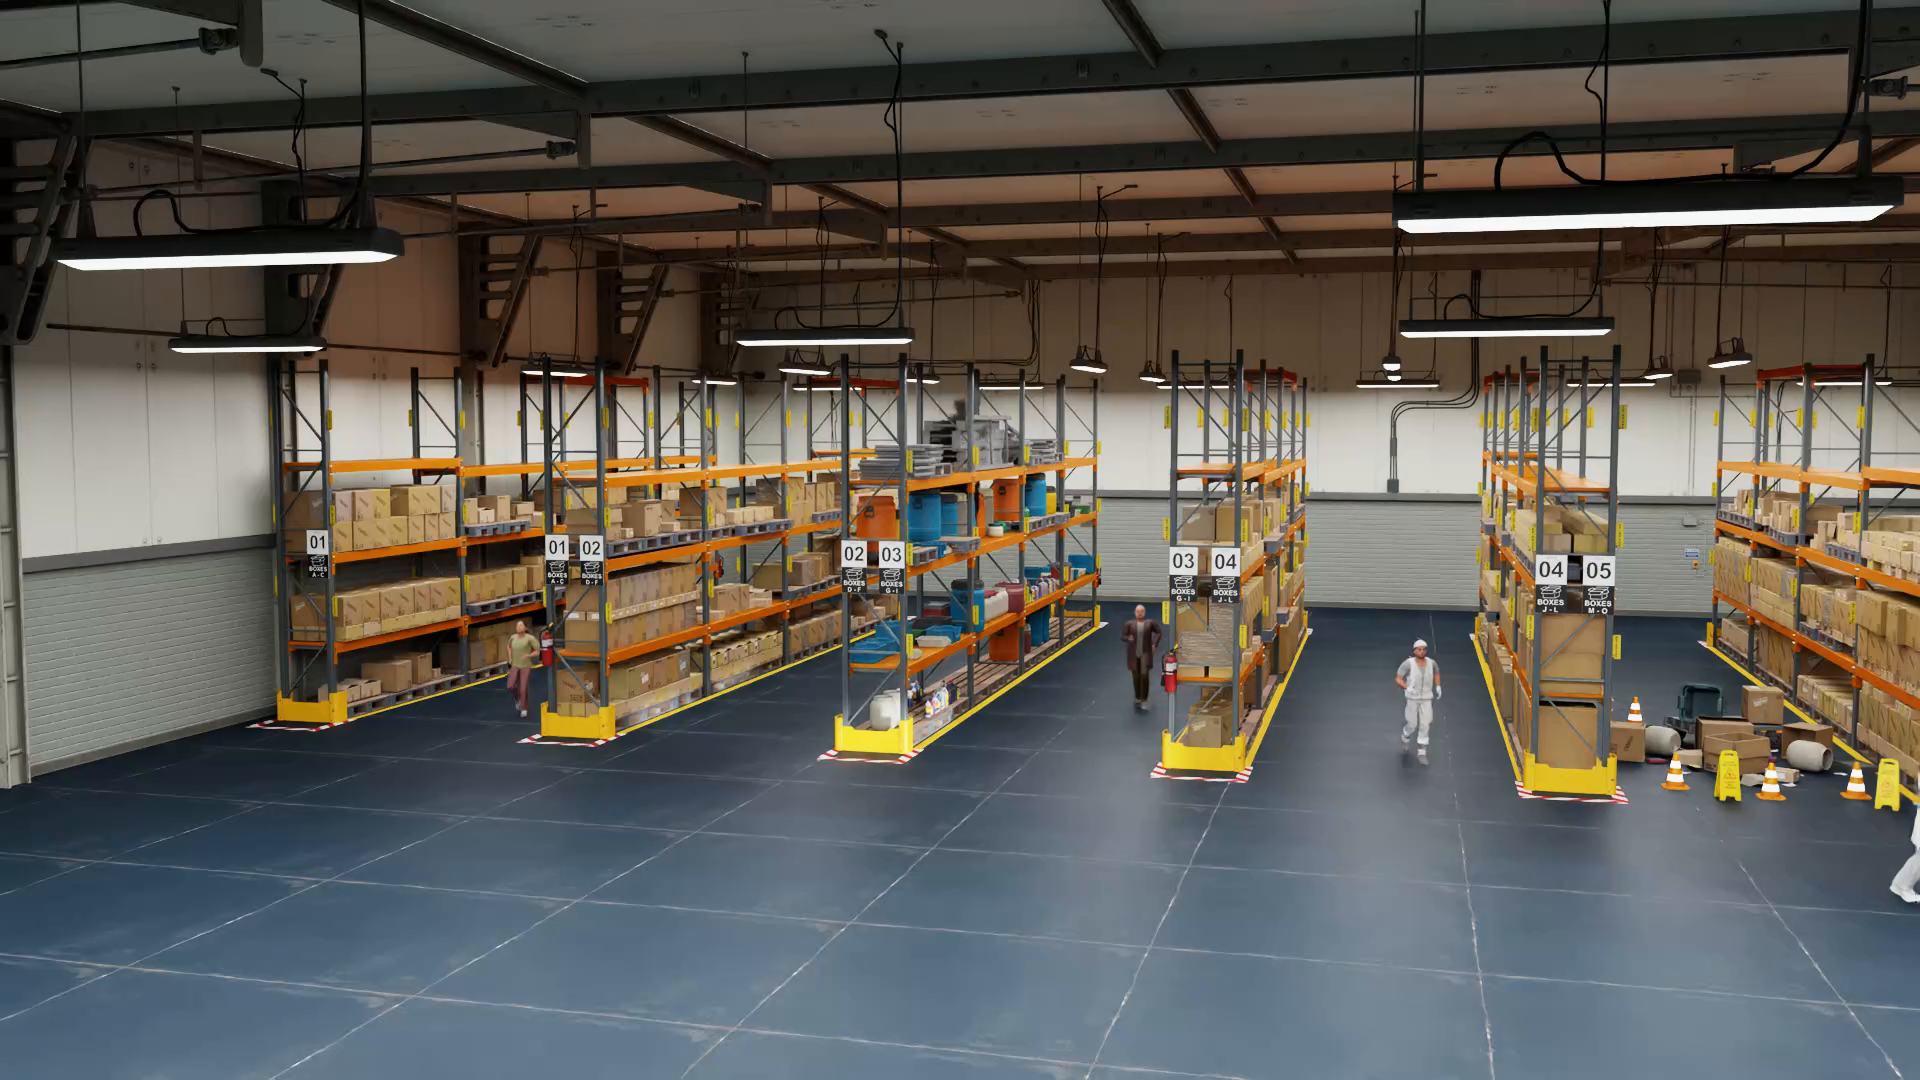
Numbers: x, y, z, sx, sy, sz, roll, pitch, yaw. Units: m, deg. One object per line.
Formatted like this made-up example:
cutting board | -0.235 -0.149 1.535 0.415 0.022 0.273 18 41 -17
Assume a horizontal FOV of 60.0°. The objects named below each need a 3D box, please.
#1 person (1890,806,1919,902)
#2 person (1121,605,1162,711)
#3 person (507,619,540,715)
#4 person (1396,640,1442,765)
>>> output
person | 9.966 2.901 16.956 0.751 1.781 0.893 -3 5 -34
person | 3.130 2.046 28.885 0.688 1.834 0.785 1 4 14
person | -7.416 2.160 28.133 0.624 1.638 0.514 1 4 8
person | 6.754 2.354 24.485 0.686 1.792 0.839 0 4 0
